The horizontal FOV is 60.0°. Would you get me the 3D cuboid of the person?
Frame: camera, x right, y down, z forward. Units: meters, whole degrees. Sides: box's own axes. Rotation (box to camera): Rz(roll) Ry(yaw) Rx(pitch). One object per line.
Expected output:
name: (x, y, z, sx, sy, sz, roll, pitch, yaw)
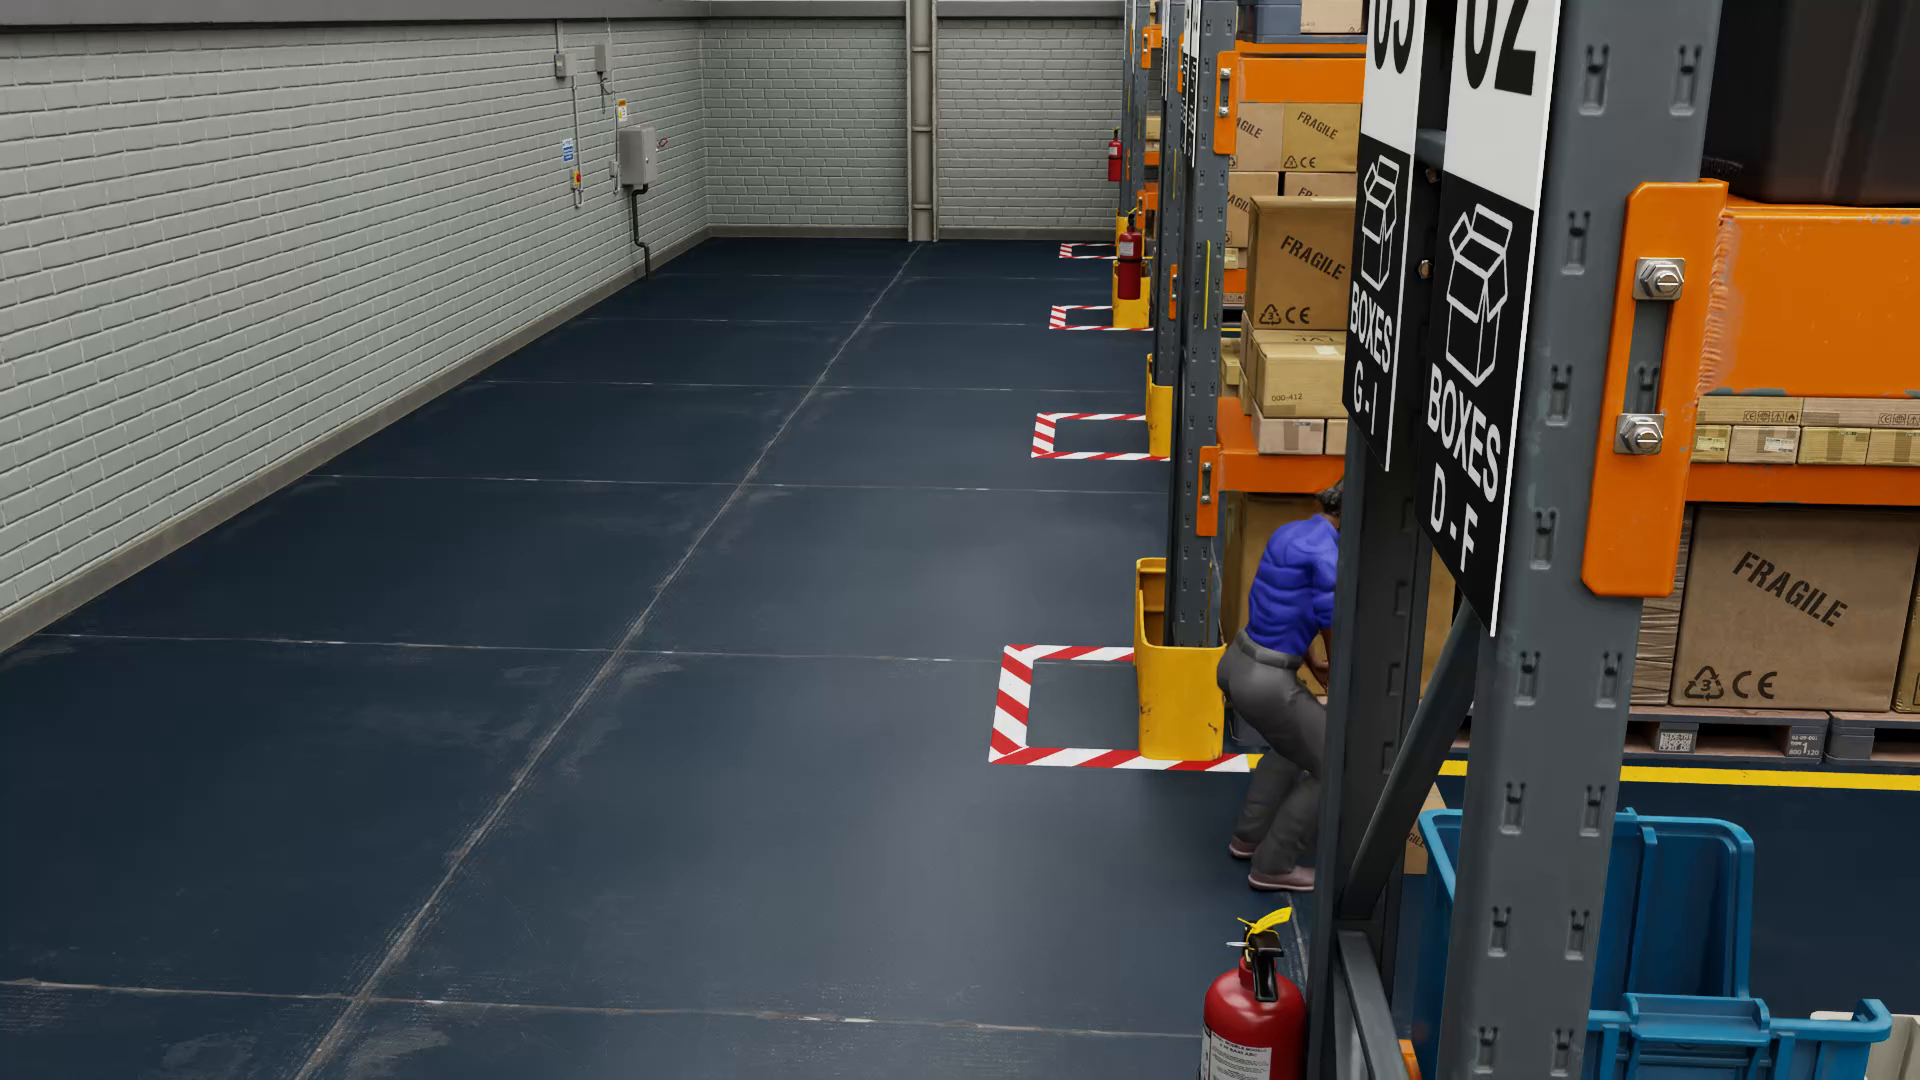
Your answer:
person: (1.178, 0.490, 5.857, 0.556, 1.465, 0.490, -3, 18, -9)
